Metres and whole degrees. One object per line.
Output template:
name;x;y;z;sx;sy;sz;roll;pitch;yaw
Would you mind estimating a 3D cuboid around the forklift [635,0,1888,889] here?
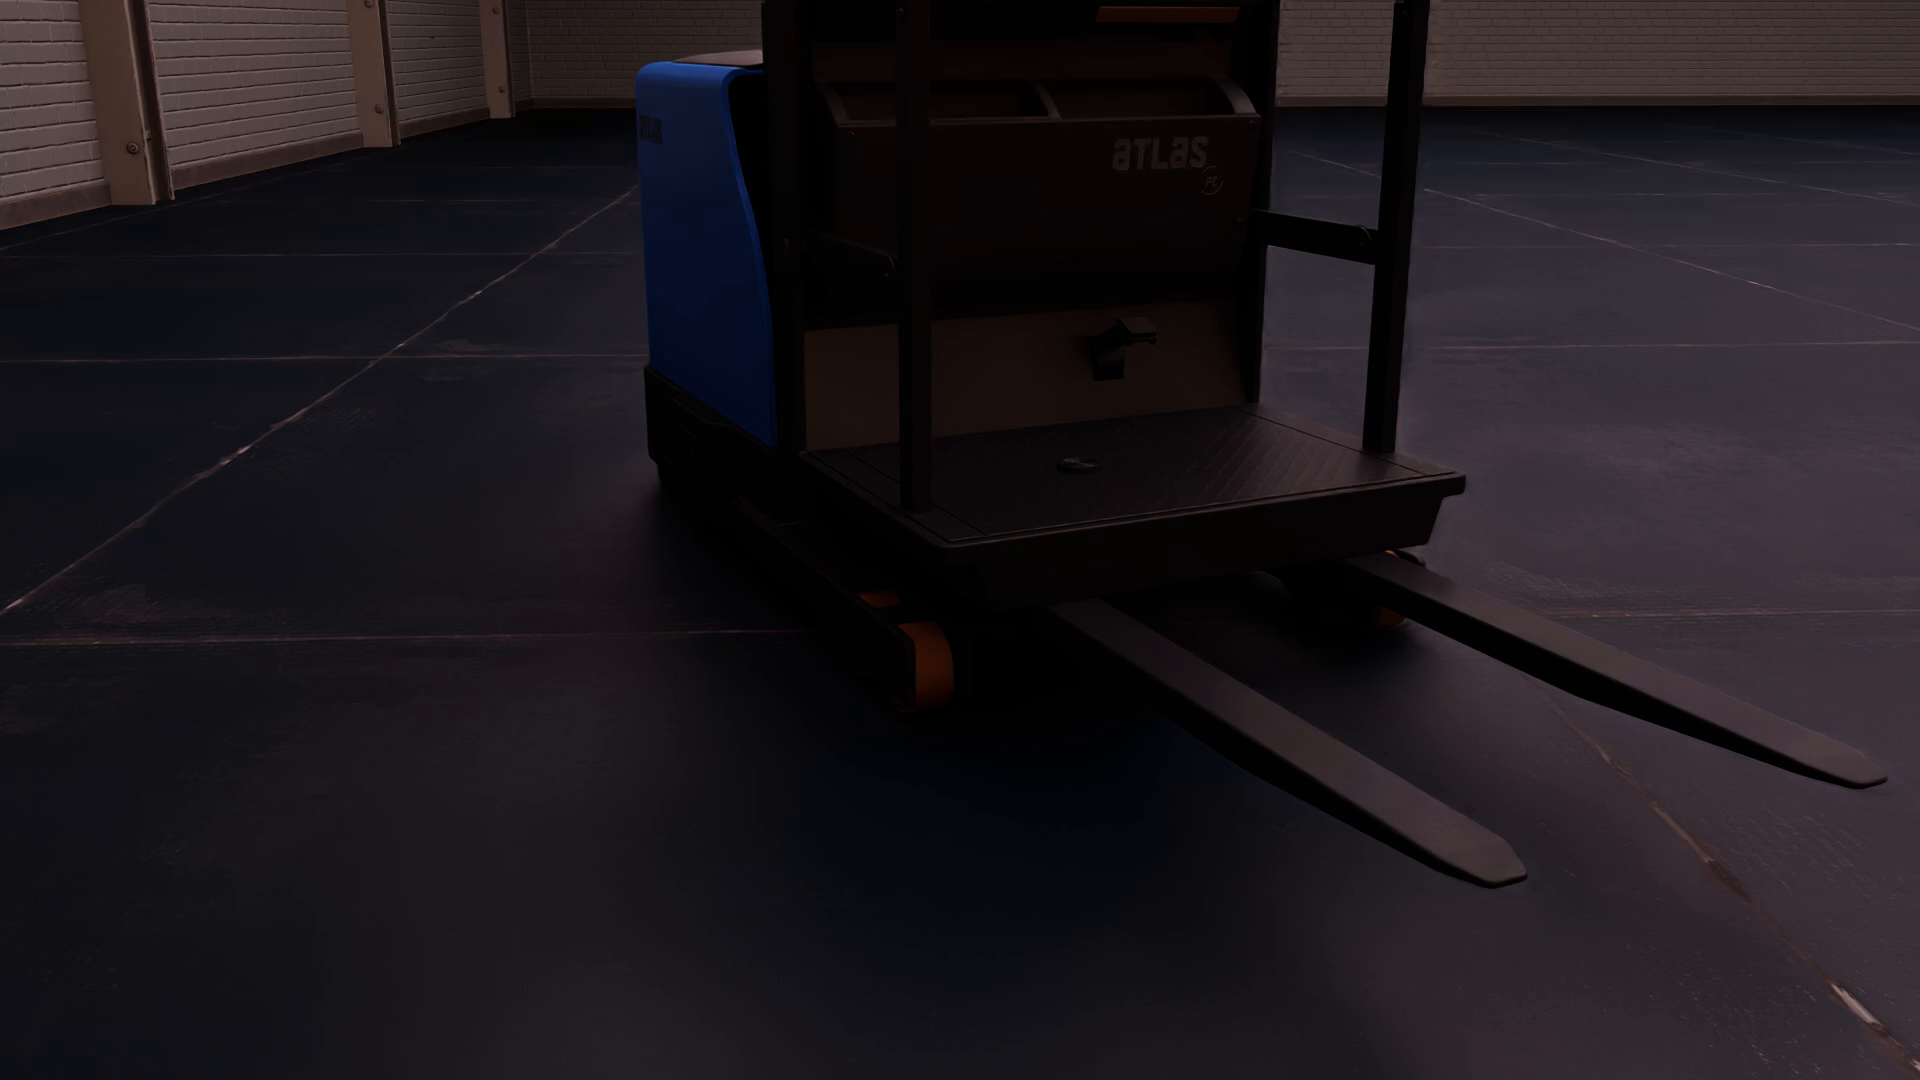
forklift;0.258;-1.240;2.962;1.130;2.935;3.031;-8;19;-24
